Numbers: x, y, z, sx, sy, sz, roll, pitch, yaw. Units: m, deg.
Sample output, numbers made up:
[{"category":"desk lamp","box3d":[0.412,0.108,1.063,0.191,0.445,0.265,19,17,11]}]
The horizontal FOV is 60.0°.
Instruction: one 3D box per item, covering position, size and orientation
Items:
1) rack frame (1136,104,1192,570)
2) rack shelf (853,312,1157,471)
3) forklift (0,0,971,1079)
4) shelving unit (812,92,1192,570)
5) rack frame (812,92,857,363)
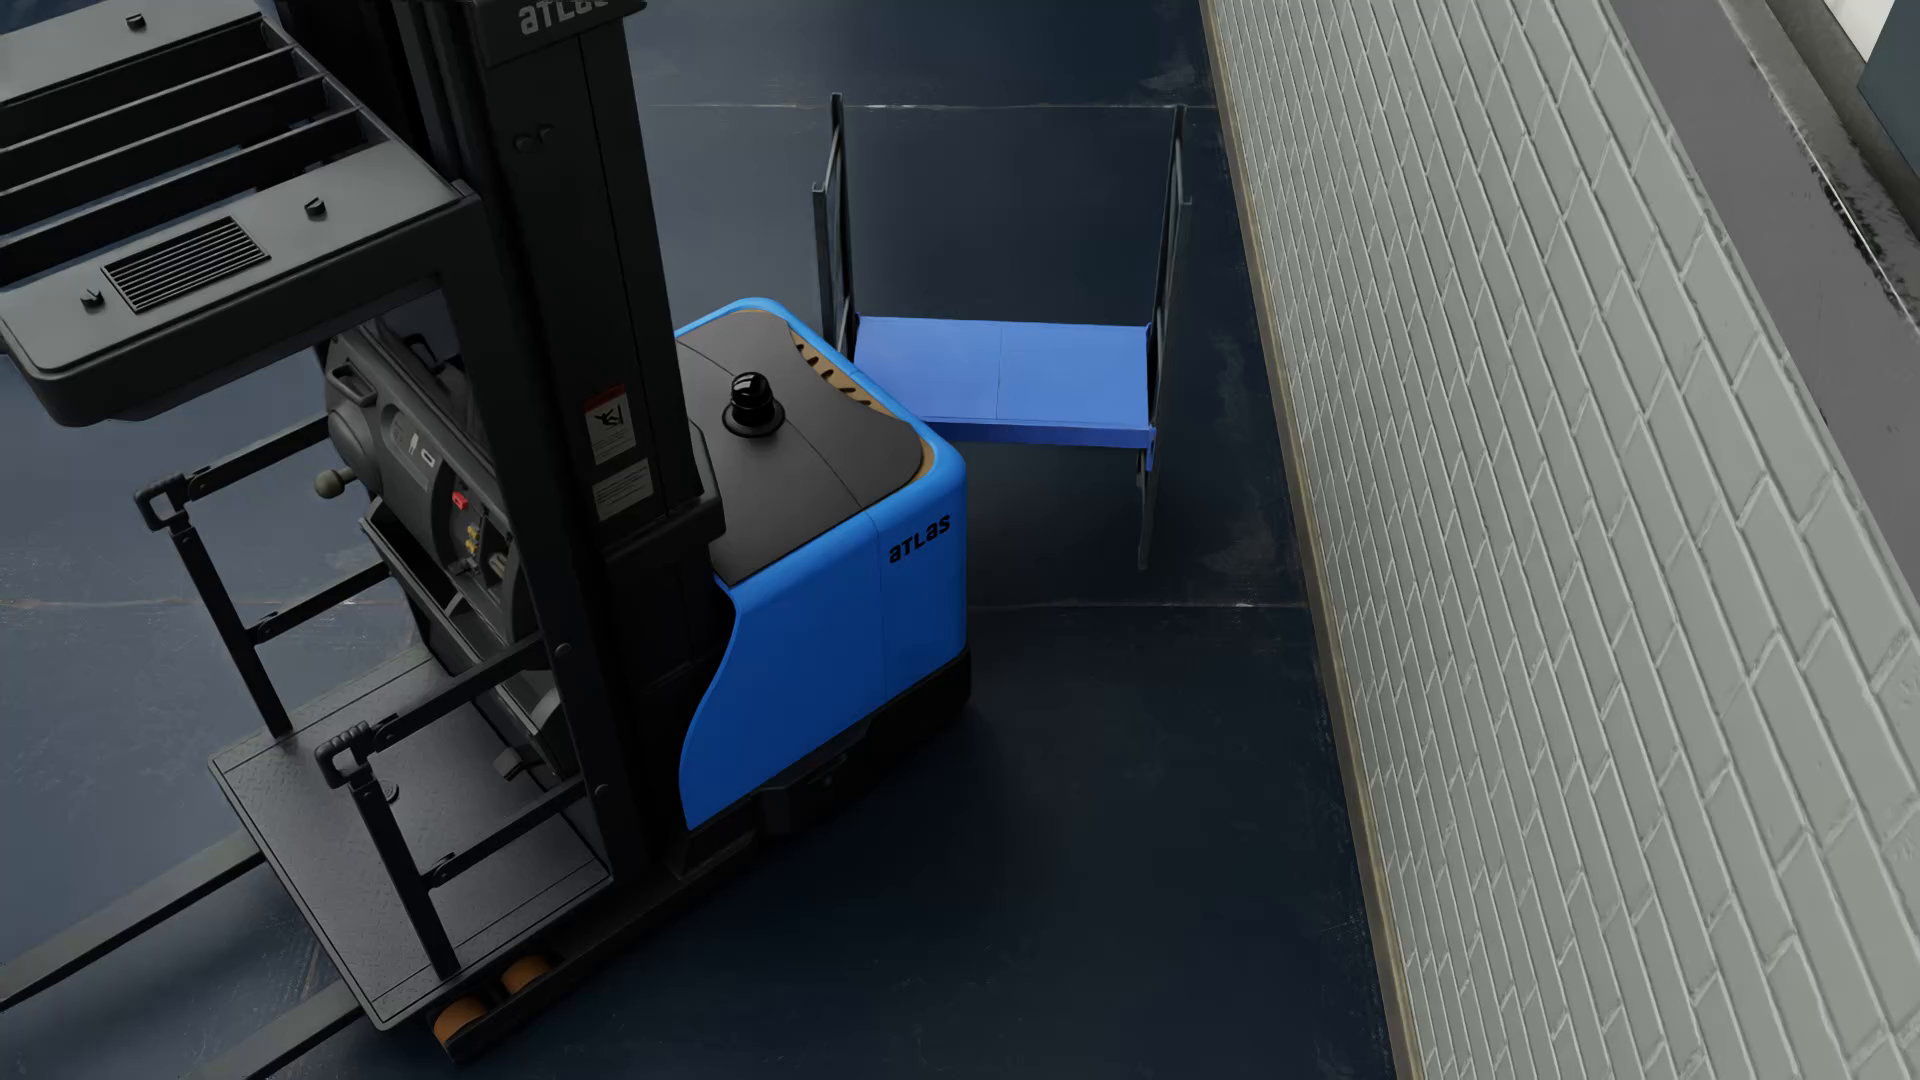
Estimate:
[{"category":"rack frame","box3d":[0.636,-0.591,5.276,0.032,1.500,0.500,2,47,2]},{"category":"rack shelf","box3d":[0.128,-0.490,5.428,1.000,0.185,0.538,2,47,2]},{"category":"forklift","box3d":[-1.419,-0.058,3.802,3.031,2.935,1.130,-32,55,-26]},{"category":"shelving unit","box3d":[0.128,-0.613,5.296,1.048,1.500,0.538,2,47,2]},{"category":"rack frame","box3d":[-0.379,-0.635,5.316,0.032,1.500,0.500,2,47,2]}]
